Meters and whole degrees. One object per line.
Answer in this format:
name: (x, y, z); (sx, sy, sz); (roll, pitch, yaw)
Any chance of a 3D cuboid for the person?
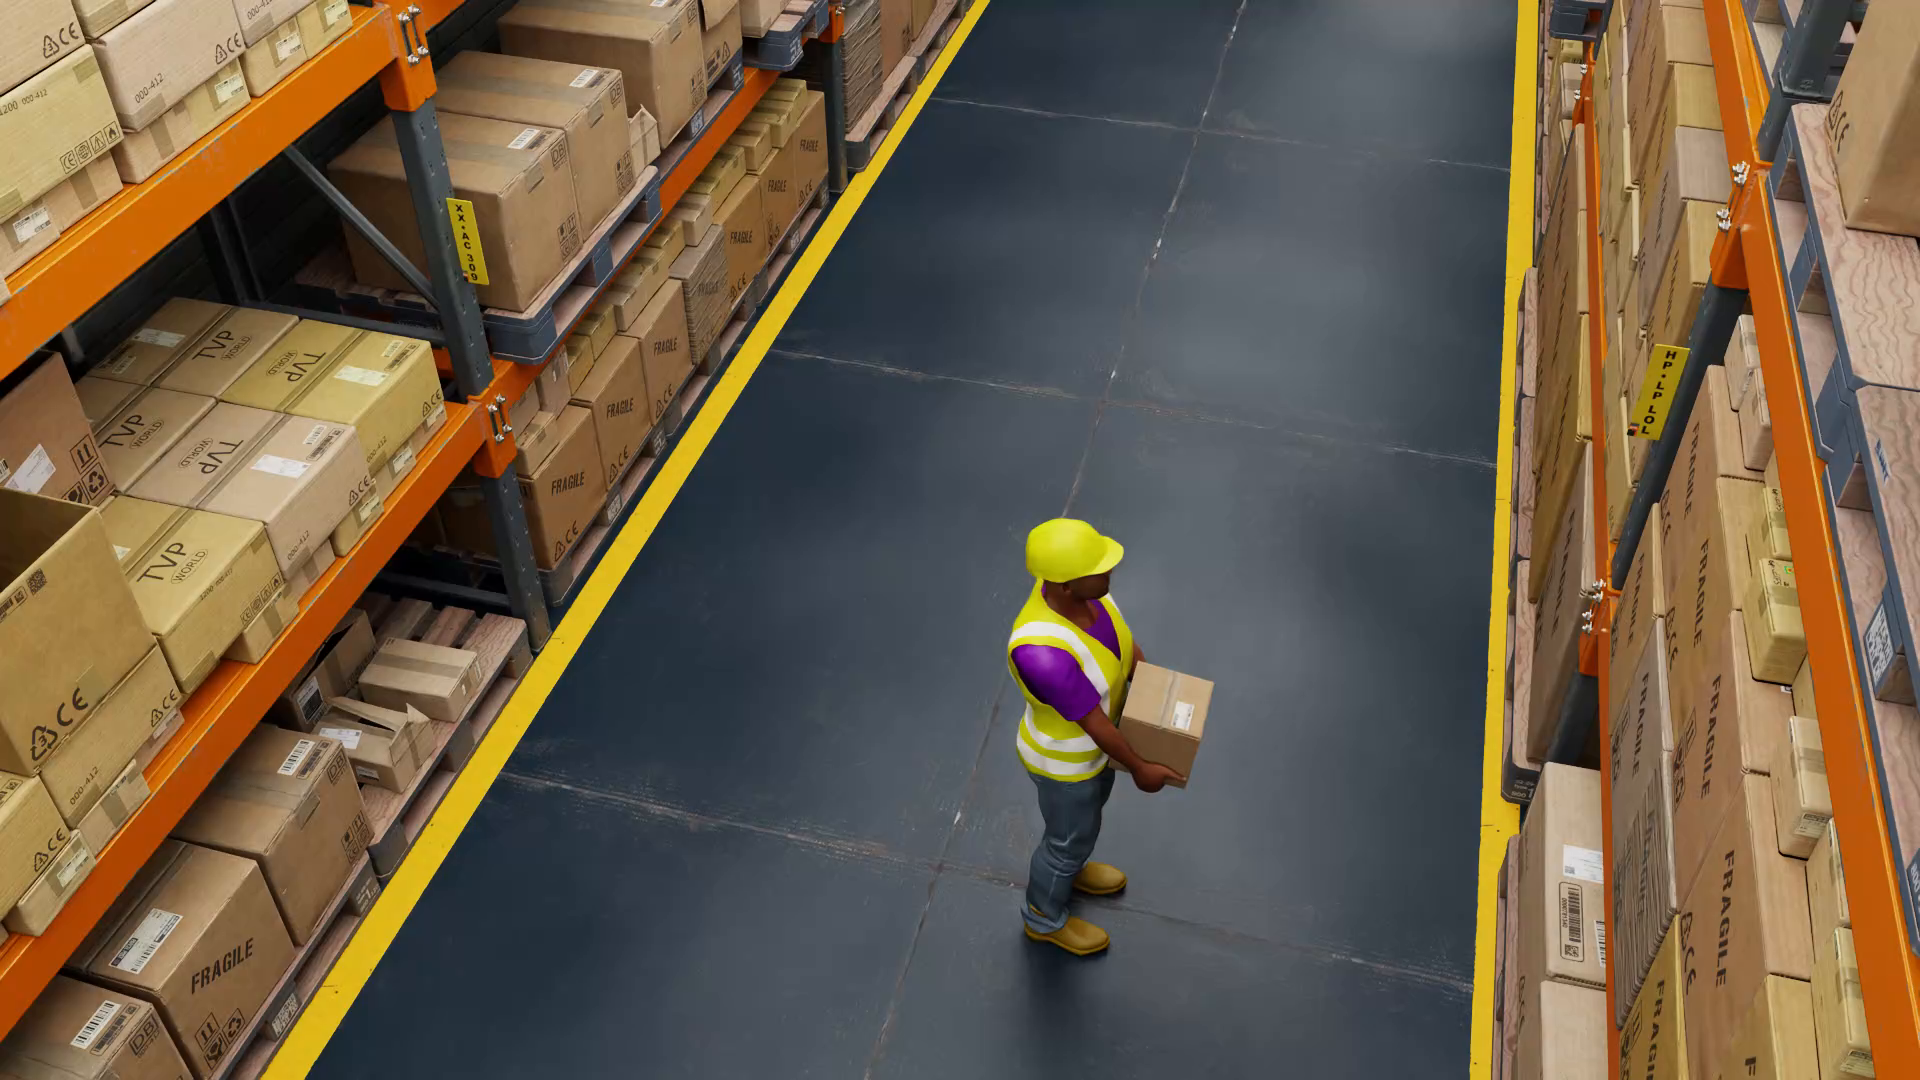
person: (0.464, 0.654, 5.386); (0.586, 1.760, 0.503); (11, 42, 12)
